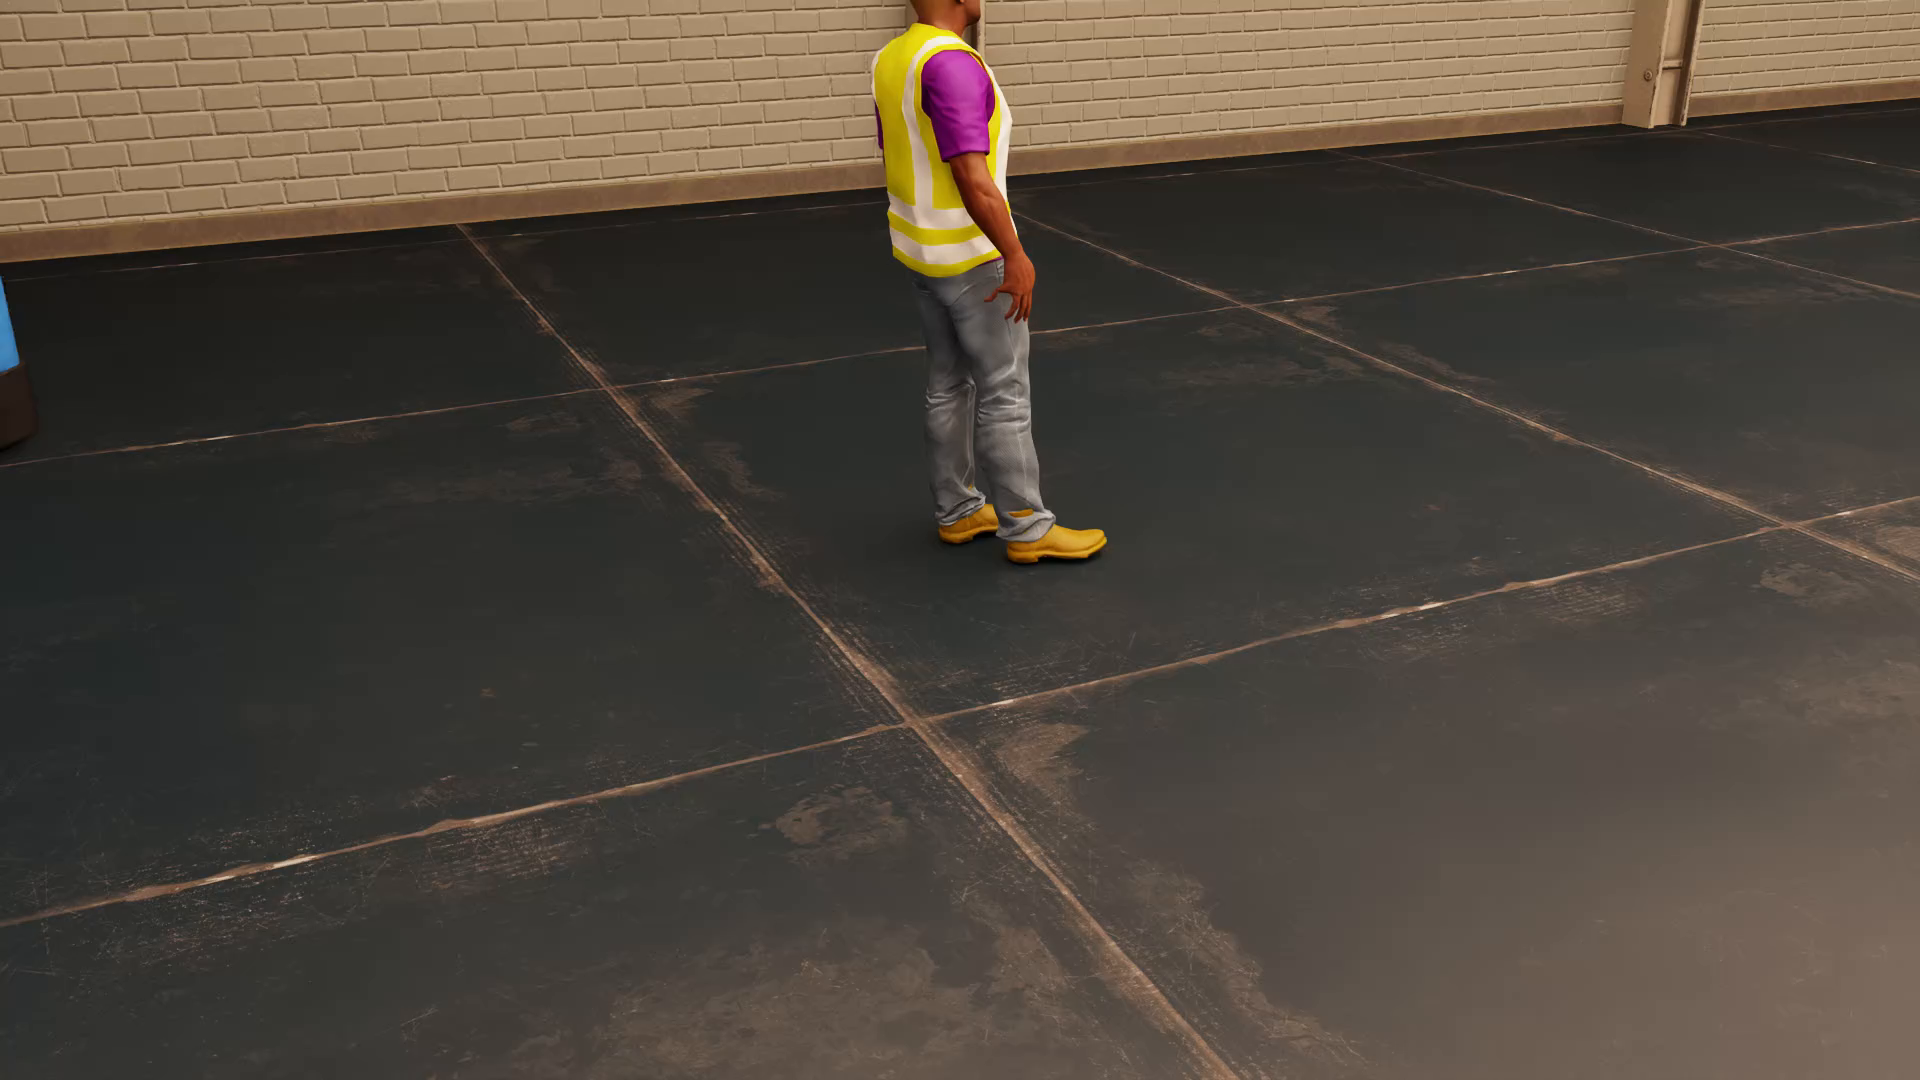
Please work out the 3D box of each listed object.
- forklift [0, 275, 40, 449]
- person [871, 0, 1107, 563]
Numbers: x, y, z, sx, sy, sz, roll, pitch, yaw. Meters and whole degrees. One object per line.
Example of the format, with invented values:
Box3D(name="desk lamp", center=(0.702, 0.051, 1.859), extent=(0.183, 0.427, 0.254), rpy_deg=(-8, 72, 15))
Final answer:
Box3D(name="forklift", center=(-4.801, -1.581, 5.092), extent=(3.031, 2.935, 1.130), rpy_deg=(3, 23, 7))
Box3D(name="person", center=(0.066, -0.832, 4.789), extent=(0.575, 1.768, 0.666), rpy_deg=(-10, 25, -23))
